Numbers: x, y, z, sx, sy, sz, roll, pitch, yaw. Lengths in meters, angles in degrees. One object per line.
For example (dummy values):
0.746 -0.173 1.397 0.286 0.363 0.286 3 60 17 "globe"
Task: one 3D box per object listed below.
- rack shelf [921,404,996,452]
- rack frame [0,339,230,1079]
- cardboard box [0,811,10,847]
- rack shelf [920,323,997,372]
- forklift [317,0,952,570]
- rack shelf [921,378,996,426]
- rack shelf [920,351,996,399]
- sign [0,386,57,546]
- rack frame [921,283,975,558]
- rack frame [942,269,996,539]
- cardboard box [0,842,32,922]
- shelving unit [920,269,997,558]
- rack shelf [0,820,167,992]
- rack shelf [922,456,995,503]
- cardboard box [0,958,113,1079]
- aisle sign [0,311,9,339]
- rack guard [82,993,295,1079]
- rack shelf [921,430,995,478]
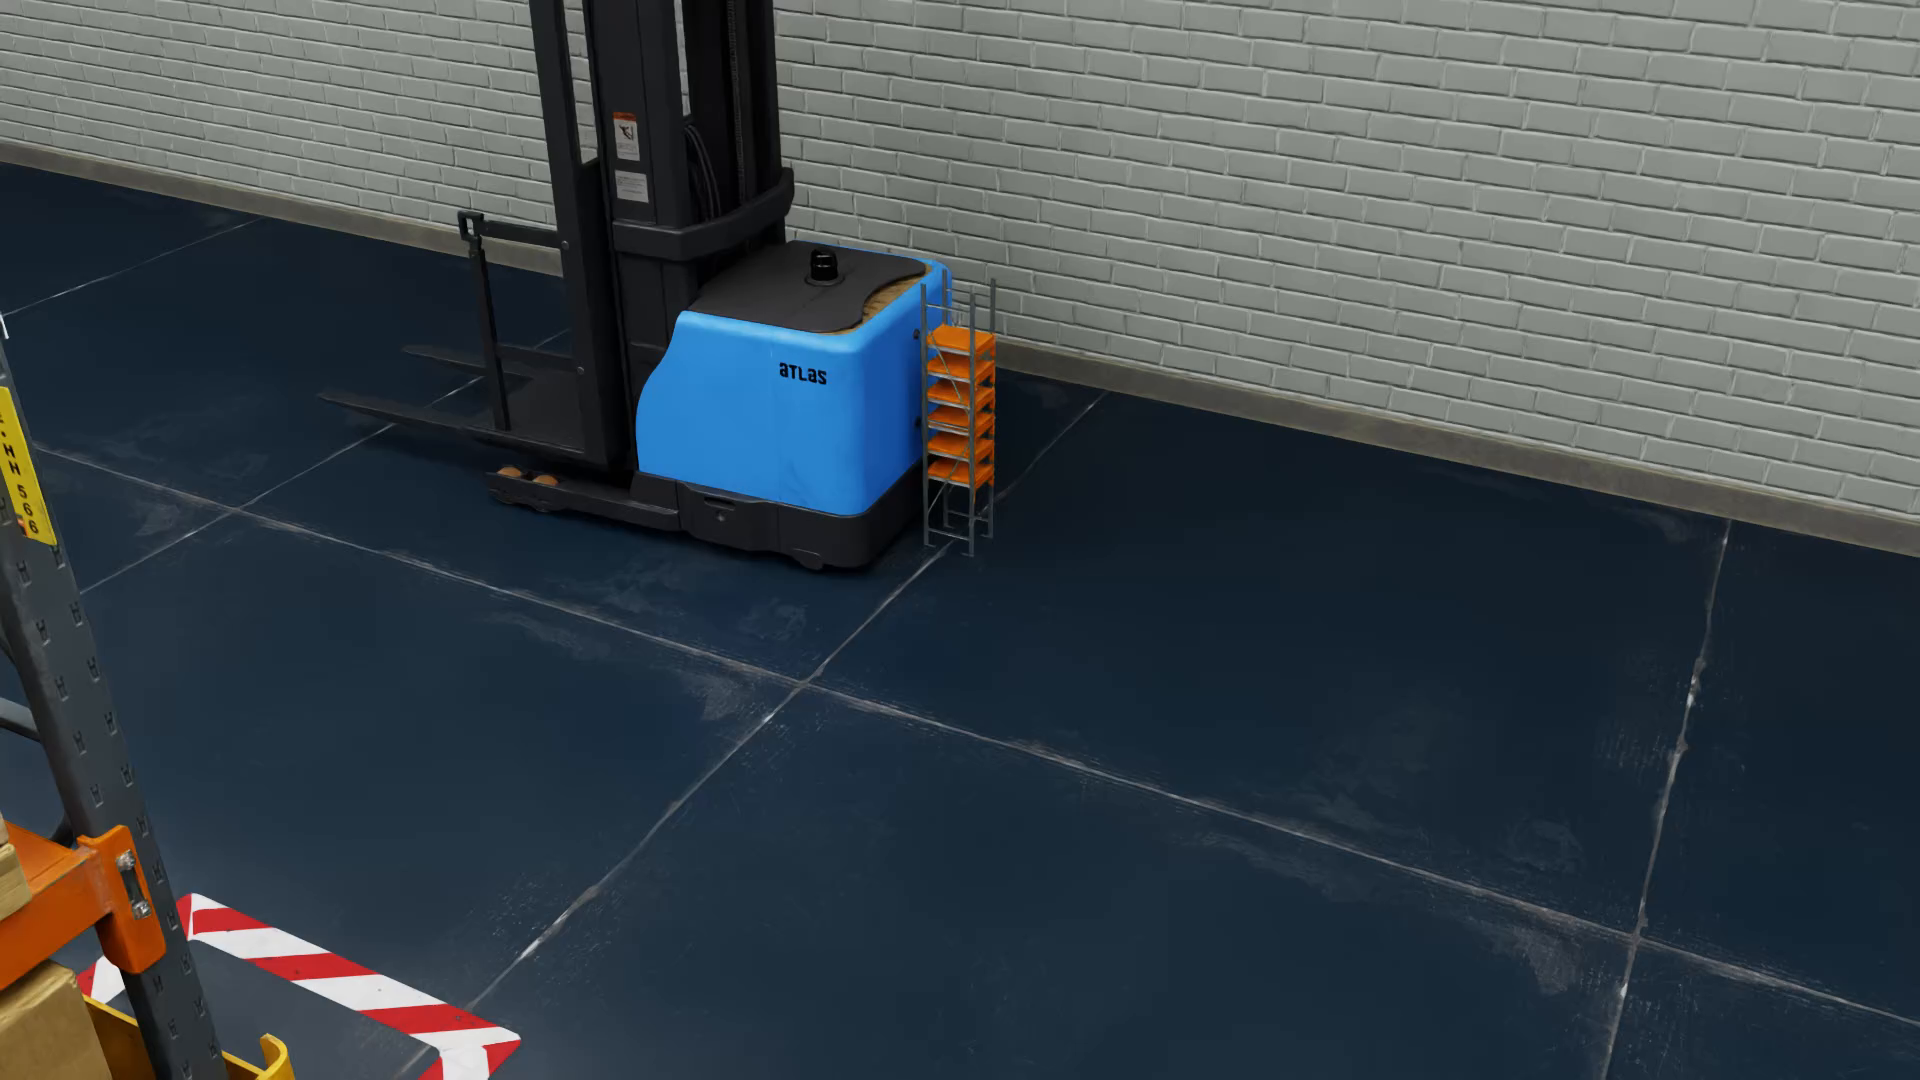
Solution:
-0.007 -0.475 6.962 0.258 0.103 0.180 14 33 23 "rack shelf"
-2.229 0.335 3.655 1.000 3.000 0.127 14 33 23 "rack frame"
-2.214 0.546 3.140 0.500 0.250 0.500 14 33 23 "cardboard box"
-0.007 -0.788 6.783 0.258 0.103 0.180 14 33 23 "rack shelf"
-1.583 -1.620 7.128 3.031 2.935 1.130 12 32 21 "forklift"
-0.007 -0.579 6.902 0.258 0.103 0.180 14 33 23 "rack shelf"
-0.007 -0.683 6.843 0.258 0.103 0.180 14 33 23 "rack shelf"
-1.753 -0.141 3.083 0.100 0.325 0.005 14 33 23 "sign"
-0.048 -0.473 6.869 0.240 1.200 0.006 14 33 23 "rack frame"
0.035 -0.554 7.011 0.240 1.200 0.006 14 33 23 "rack frame"
-2.098 0.676 3.313 0.380 0.149 0.250 15 33 24 "cardboard box"
-0.007 -0.514 6.940 0.258 1.200 0.189 14 33 23 "shelving unit"
-3.140 1.533 2.291 1.077 0.370 4.000 14 33 23 "rack shelf"
-0.007 -0.267 7.082 0.258 0.103 0.180 14 33 23 "rack shelf"
-2.450 1.376 3.554 0.875 0.875 0.875 14 33 23 "cardboard box"
-1.929 -0.757 2.945 0.394 0.787 0.004 14 33 23 "aisle sign"
-2.218 1.408 4.296 1.175 0.500 0.348 14 33 23 "rack guard"
-0.007 -0.371 7.022 0.258 0.103 0.180 14 33 23 "rack shelf"
